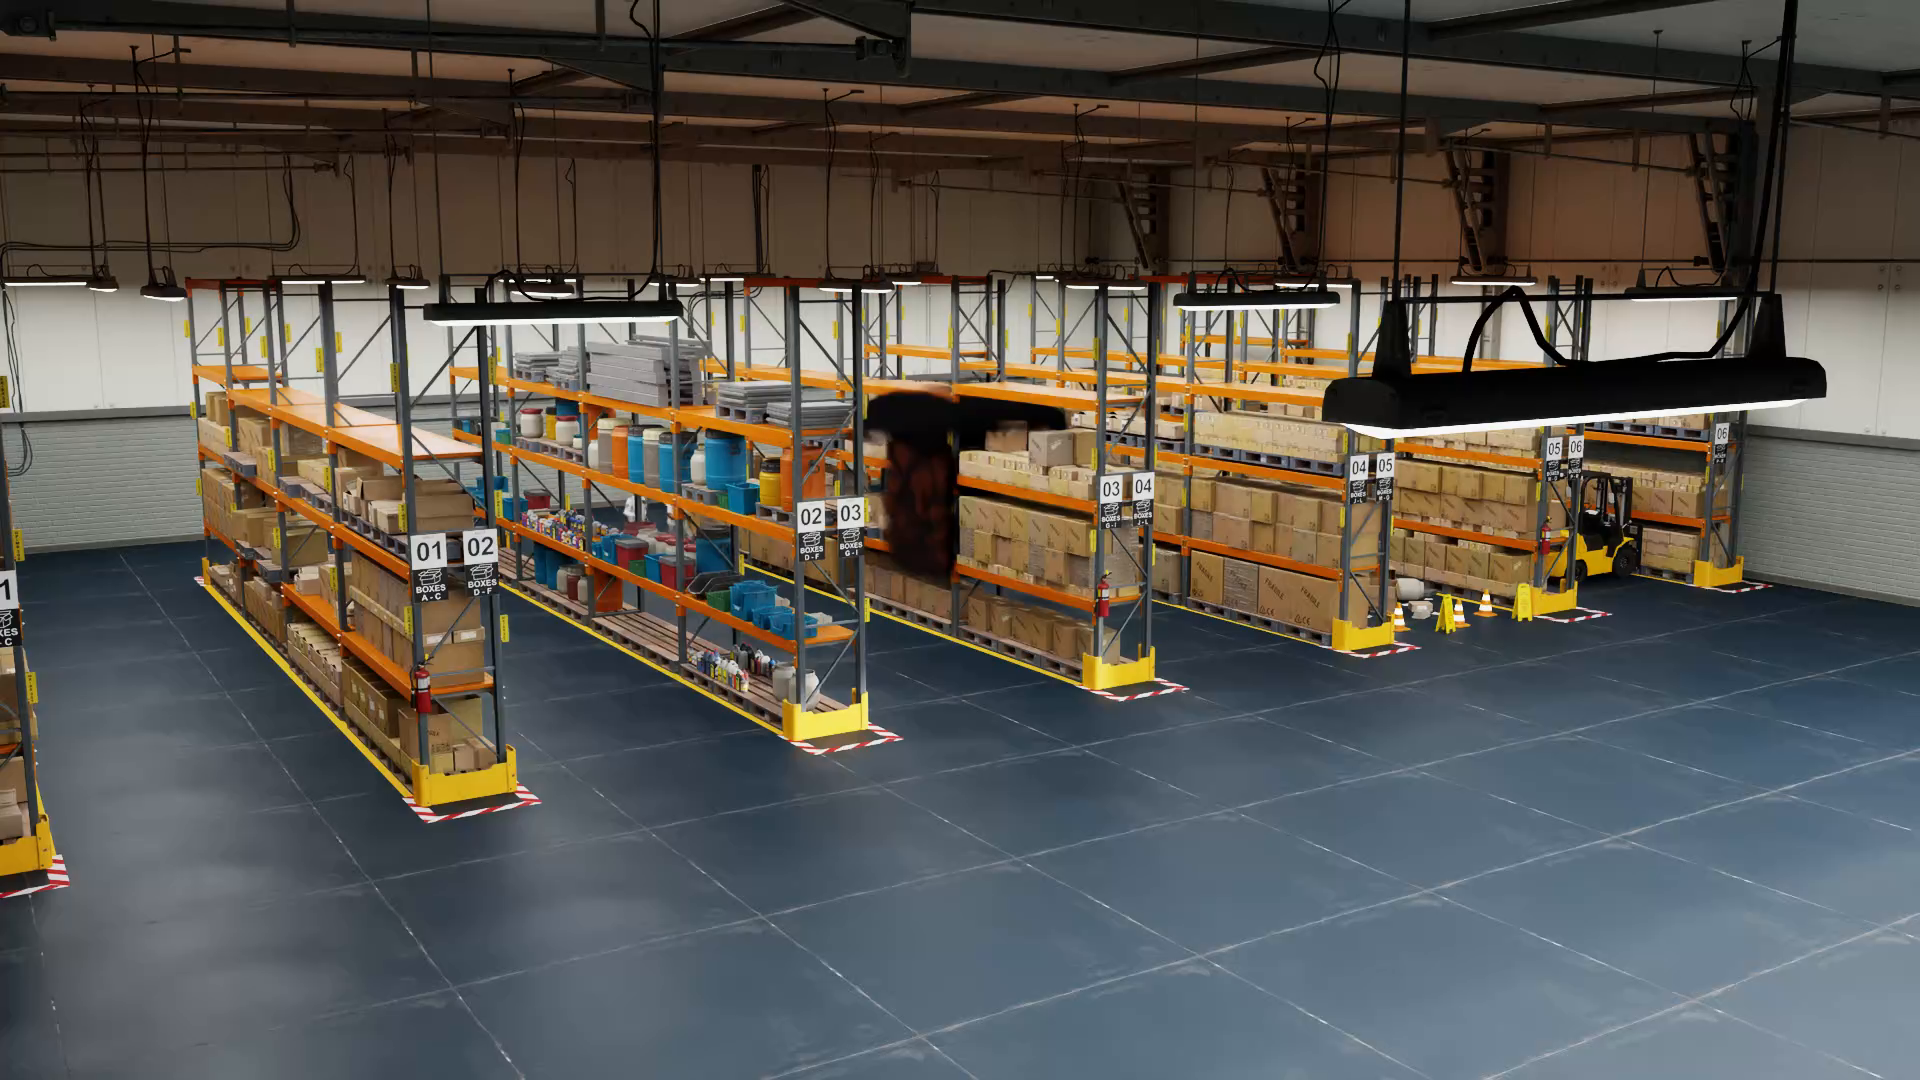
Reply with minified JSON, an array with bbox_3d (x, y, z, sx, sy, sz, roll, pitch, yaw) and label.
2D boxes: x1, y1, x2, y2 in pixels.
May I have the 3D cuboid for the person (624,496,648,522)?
[{"bbox_3d":[-6.817,-0.346,35.032,0.565,1.709,0.906,-5,11,-27],"label":"person"}]

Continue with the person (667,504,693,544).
[{"bbox_3d":[-5.907,-0.347,35.010,0.909,1.653,0.722,9,13,43],"label":"person"}]
